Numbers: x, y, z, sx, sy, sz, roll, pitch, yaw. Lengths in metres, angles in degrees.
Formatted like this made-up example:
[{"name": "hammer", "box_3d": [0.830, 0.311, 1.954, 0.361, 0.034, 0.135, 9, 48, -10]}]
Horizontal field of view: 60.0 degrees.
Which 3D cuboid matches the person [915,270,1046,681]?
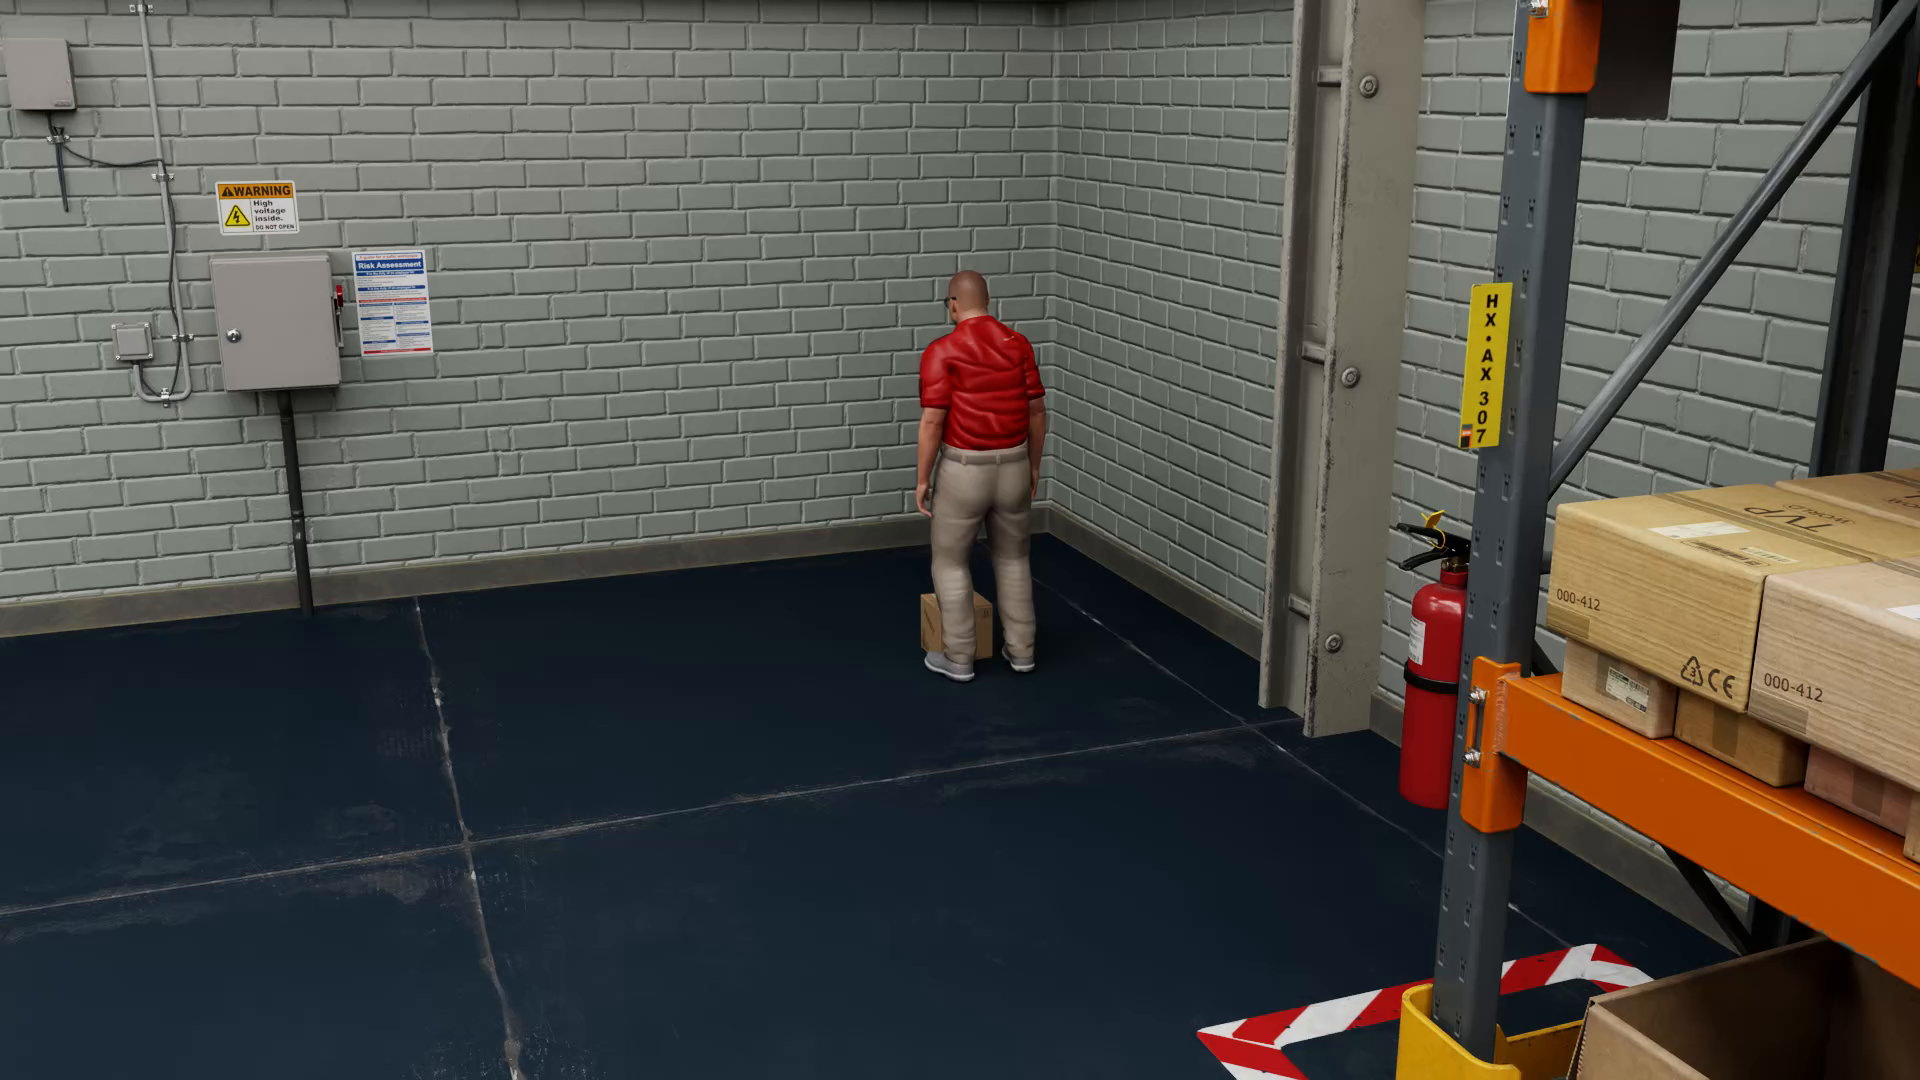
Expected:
[{"name": "person", "box_3d": [0.082, -0.264, 7.005, 0.592, 1.725, 0.393, -7, 17, -23]}]
